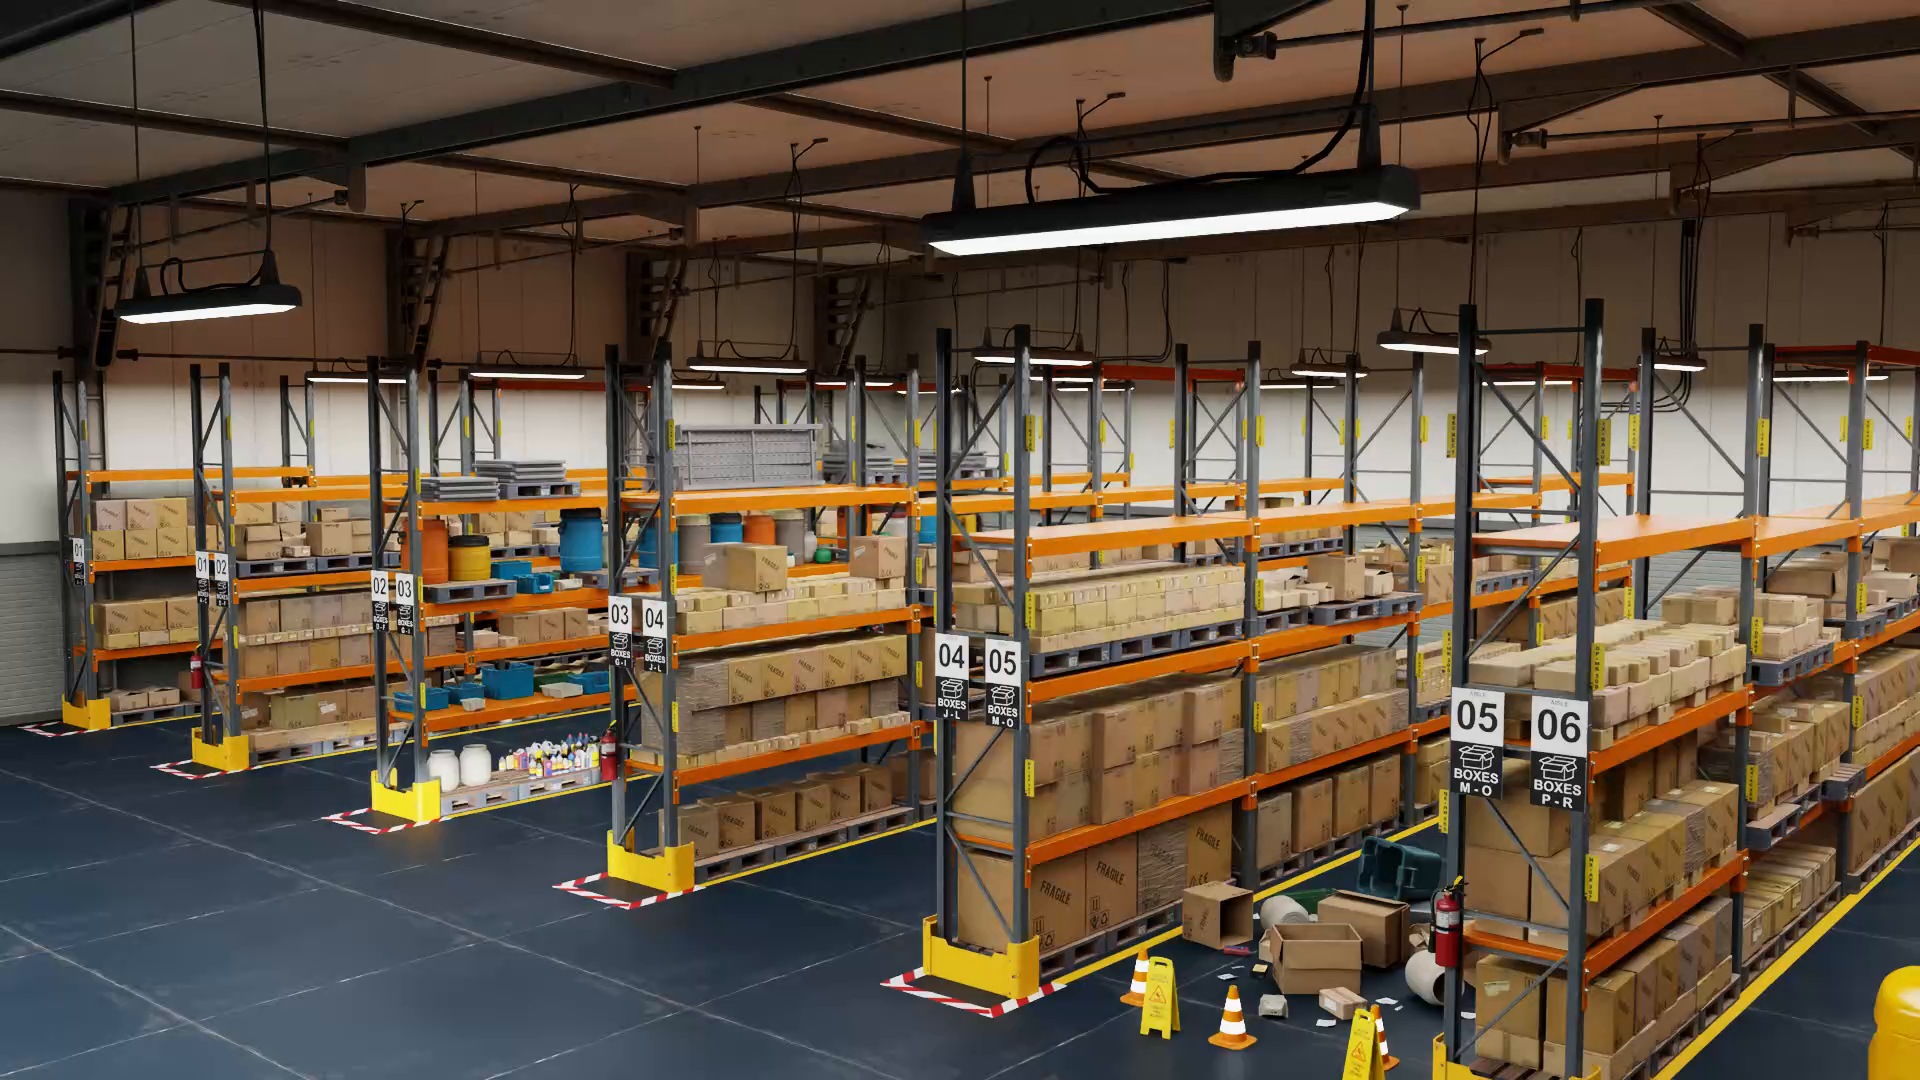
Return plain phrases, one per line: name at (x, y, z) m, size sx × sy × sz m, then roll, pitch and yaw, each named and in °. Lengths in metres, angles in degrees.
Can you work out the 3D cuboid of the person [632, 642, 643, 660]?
person at (-6.395, 1.925, 32.783) m, size 0.656 × 1.794 × 0.769 m, roll 3°, pitch 5°, yaw 37°
